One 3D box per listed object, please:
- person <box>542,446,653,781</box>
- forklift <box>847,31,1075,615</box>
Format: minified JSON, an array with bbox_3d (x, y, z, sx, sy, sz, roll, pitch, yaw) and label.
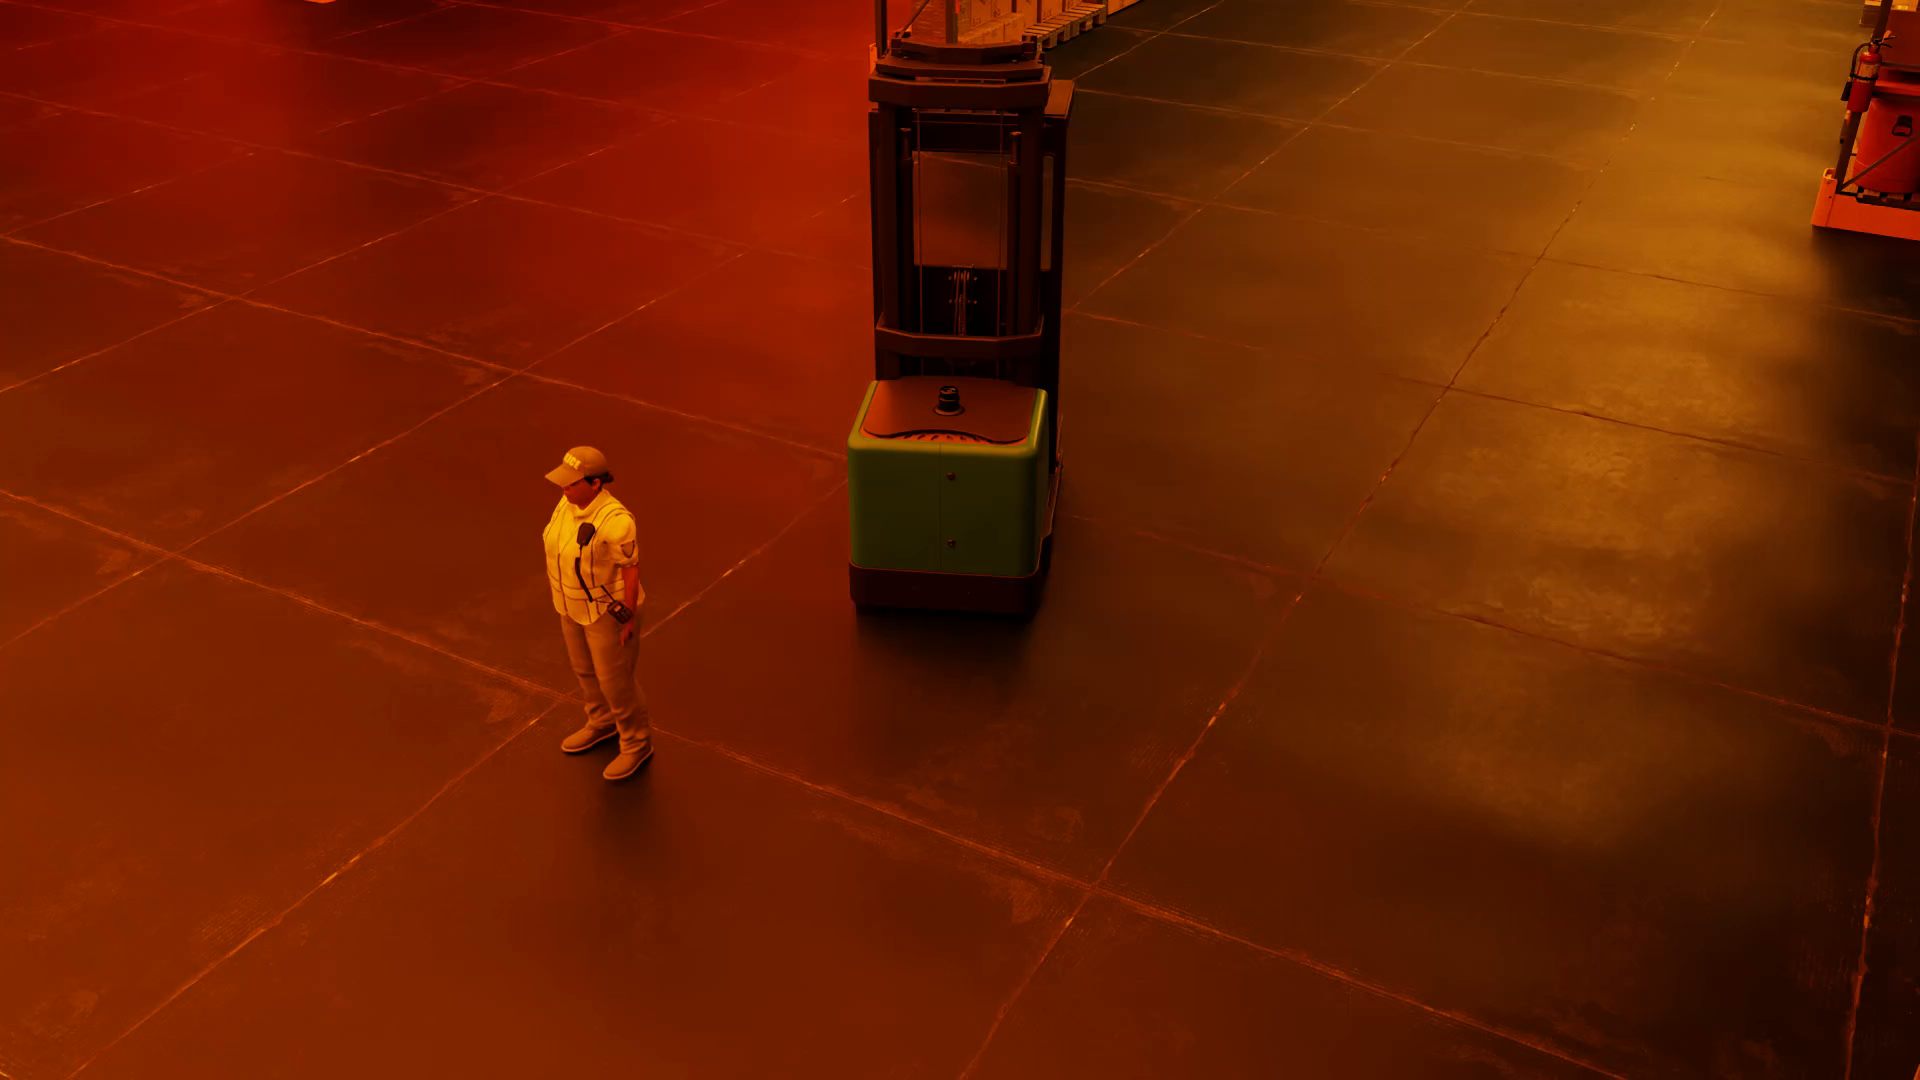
[{"bbox_3d":[-1.695,0.323,7.784,0.471,1.668,0.382,24,38,35],"label":"person"},{"bbox_3d":[0.072,-1.572,9.794,1.130,2.935,3.031,3,30,6],"label":"forklift"}]
